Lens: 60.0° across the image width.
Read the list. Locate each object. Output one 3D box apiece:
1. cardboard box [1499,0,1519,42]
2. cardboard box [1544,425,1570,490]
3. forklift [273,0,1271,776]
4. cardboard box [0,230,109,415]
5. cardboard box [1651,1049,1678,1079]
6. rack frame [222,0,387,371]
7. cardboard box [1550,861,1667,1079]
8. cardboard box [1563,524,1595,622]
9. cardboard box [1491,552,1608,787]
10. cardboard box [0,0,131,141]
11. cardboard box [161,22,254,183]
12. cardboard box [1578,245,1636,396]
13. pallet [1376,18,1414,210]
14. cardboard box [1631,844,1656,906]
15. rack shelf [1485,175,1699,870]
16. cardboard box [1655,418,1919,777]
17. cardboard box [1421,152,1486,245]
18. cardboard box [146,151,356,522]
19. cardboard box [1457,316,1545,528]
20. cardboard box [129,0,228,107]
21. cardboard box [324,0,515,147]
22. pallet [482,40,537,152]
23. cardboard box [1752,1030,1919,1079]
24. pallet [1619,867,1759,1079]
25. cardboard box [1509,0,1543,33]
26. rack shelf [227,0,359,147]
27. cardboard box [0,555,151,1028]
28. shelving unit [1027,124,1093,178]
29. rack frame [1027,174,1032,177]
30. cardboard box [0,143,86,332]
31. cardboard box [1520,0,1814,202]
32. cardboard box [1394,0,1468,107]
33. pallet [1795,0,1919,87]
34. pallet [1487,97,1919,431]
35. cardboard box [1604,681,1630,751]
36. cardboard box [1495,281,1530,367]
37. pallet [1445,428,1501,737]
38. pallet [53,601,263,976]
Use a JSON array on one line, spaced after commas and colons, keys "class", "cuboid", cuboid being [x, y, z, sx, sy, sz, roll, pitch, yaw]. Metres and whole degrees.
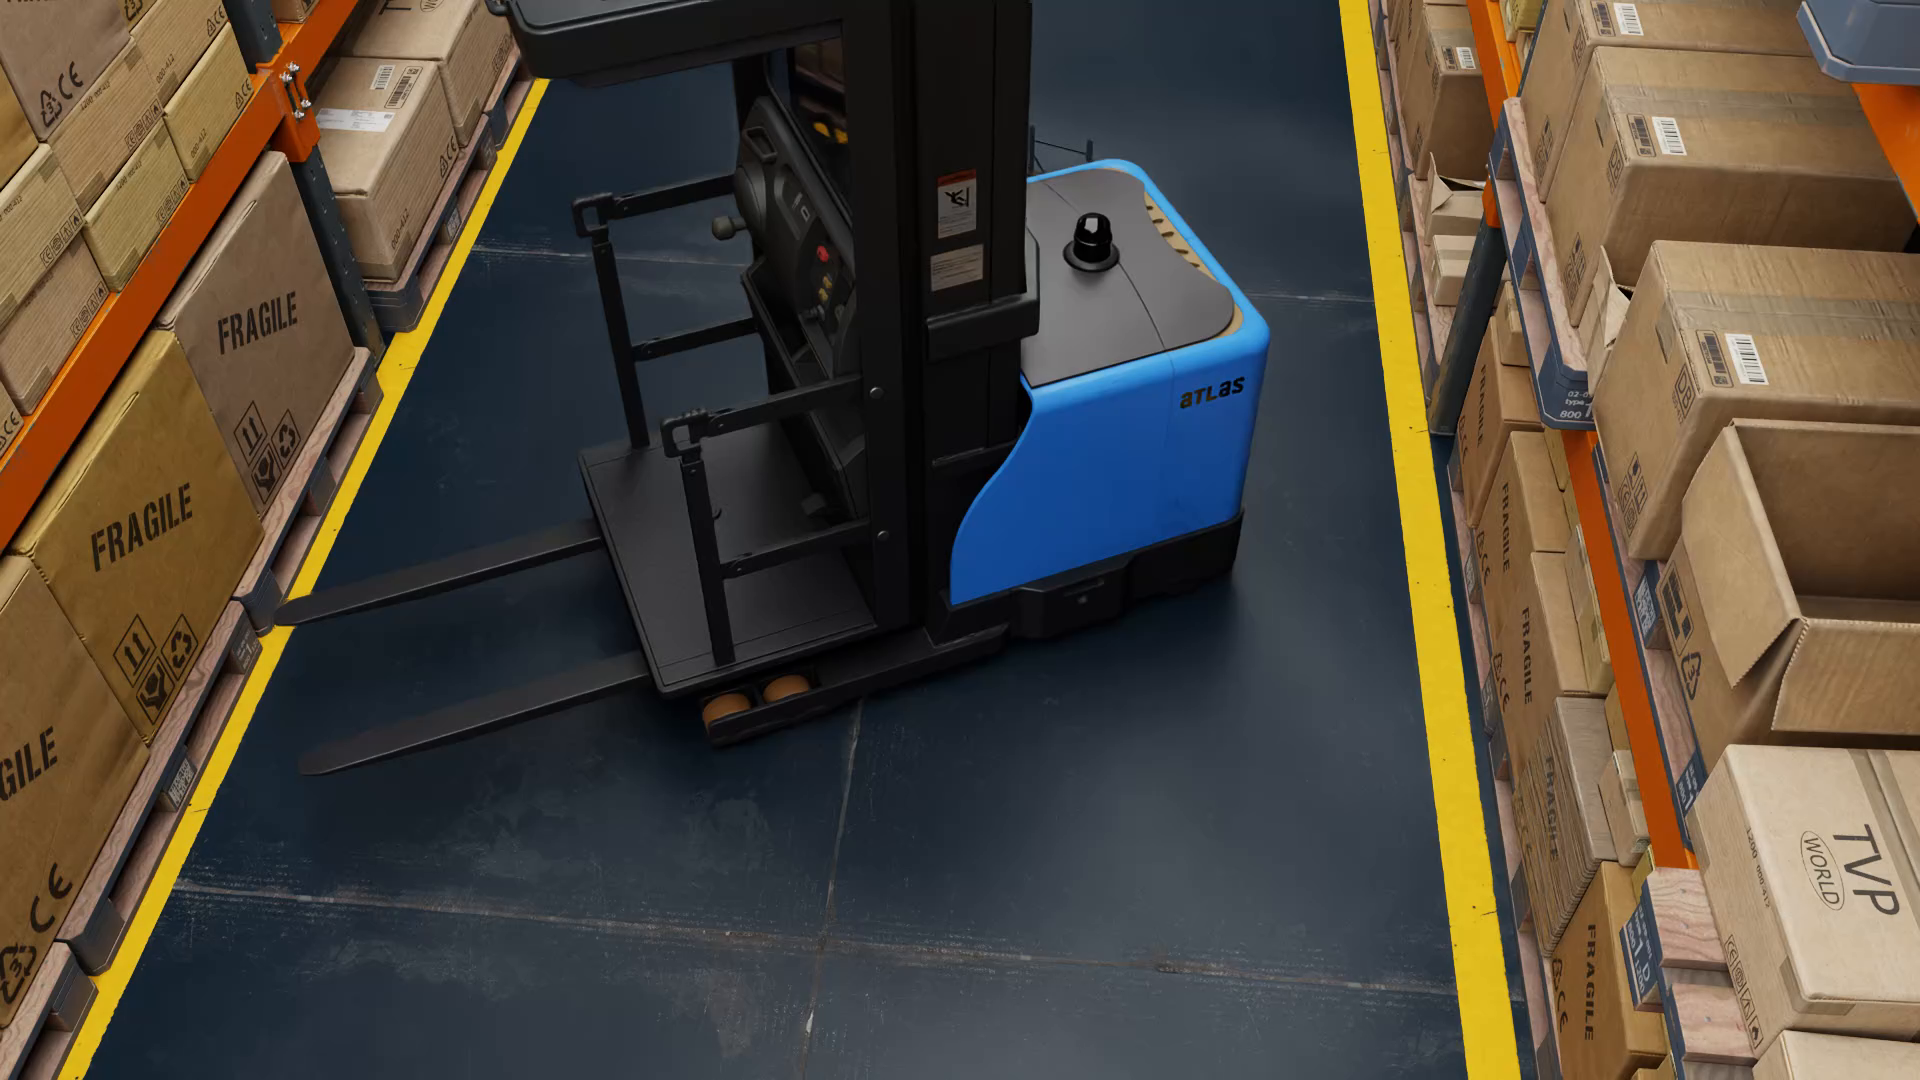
[{"class": "cardboard box", "cuboid": [2.005, -1.766, 5.503, 0.380, 0.149, 0.250, 5, 48, 5]}, {"class": "cardboard box", "cuboid": [1.968, -0.280, 4.943, 0.380, 0.149, 0.250, 2, 48, 2]}, {"class": "forklift", "cuboid": [-0.637, -0.801, 4.496, 3.031, 2.935, 1.130, -17, 50, -15]}, {"class": "cardboard box", "cuboid": [-2.620, -0.597, 4.365, 0.500, 0.250, 0.500, 3, 48, 2]}, {"class": "cardboard box", "cuboid": [1.716, 1.242, 3.551, 0.380, 0.149, 0.250, 2, 48, 2]}, {"class": "rack frame", "cuboid": [-2.718, -1.738, 5.307, 1.000, 3.000, 0.127, 4, 48, 4]}, {"class": "cardboard box", "cuboid": [1.786, 1.157, 4.068, 0.500, 0.500, 0.500, 6, 48, 5]}, {"class": "cardboard box", "cuboid": [1.896, 0.103, 4.592, 0.380, 0.149, 0.250, 4, 48, 3]}, {"class": "cardboard box", "cuboid": [1.869, 0.394, 4.766, 0.500, 0.500, 0.500, 3, 48, 2]}, {"class": "cardboard box", "cuboid": [-2.548, -1.383, 4.237, 0.500, 0.500, 0.500, 5, 48, 4]}, {"class": "cardboard box", "cuboid": [-2.508, -1.341, 5.045, 0.500, 0.250, 0.500, 3, 48, 3]}, {"class": "cardboard box", "cuboid": [1.717, -0.508, 3.988, 0.396, 0.266, 0.258, 6, 48, 5]}, {"class": "pallet", "cuboid": [2.398, -1.869, 7.317, 1.003, 0.211, 1.213, 4, 48, 4]}, {"class": "cardboard box", "cuboid": [1.807, 0.868, 3.893, 0.380, 0.149, 0.250, 3, 48, 3]}, {"class": "rack shelf", "cuboid": [2.043, 0.306, 3.925, 1.077, 0.370, 4.000, 4, 48, 4]}, {"class": "cardboard box", "cuboid": [1.825, 0.144, 3.231, 0.797, 0.503, 0.637, 3, 48, 3]}, {"class": "cardboard box", "cuboid": [2.016, -1.317, 6.490, 0.396, 0.266, 0.258, 5, 48, 5]}, {"class": "cardboard box", "cuboid": [-2.695, -0.702, 5.514, 0.875, 0.875, 0.875, 5, 48, 5]}, {"class": "cardboard box", "cuboid": [1.957, -0.365, 5.460, 0.500, 0.500, 0.500, 6, 48, 5]}, {"class": "cardboard box", "cuboid": [-2.516, -1.516, 4.866, 0.500, 0.250, 0.500, 4, 48, 3]}, {"class": "cardboard box", "cuboid": [-2.473, -2.127, 7.114, 0.875, 0.438, 0.875, 3, 48, 2]}, {"class": "pallet", "cuboid": [-2.462, -2.249, 7.664, 1.003, 0.211, 1.213, 4, 48, 4]}, {"class": "cardboard box", "cuboid": [1.539, 0.967, 2.718, 0.380, 0.149, 0.250, 5, 48, 4]}, {"class": "pallet", "cuboid": [1.853, 1.094, 2.846, 1.213, 0.211, 1.003, 4, 48, 4]}, {"class": "cardboard box", "cuboid": [2.029, -1.847, 5.307, 0.500, 0.250, 0.500, 5, 48, 5]}, {"class": "rack shelf", "cuboid": [-2.536, -2.965, 6.916, 1.077, 0.370, 4.000, 4, 48, 4]}, {"class": "cardboard box", "cuboid": [-2.851, 0.620, 4.306, 0.875, 0.875, 0.875, 4, 48, 4]}, {"class": "shelving unit", "cuboid": [0.313, -1.059, 6.109, 0.258, 0.900, 0.210, 18, 50, 16]}, {"class": "rack frame", "cuboid": [0.271, -0.991, 6.046, 0.240, 0.900, 0.006, 18, 50, 16]}, {"class": "cardboard box", "cuboid": [-2.595, -0.767, 4.181, 0.500, 0.250, 0.500, 5, 48, 4]}, {"class": "cardboard box", "cuboid": [1.959, -1.242, 4.501, 0.700, 0.500, 0.500, 5, 48, 5]}, {"class": "cardboard box", "cuboid": [2.175, -2.194, 7.133, 0.500, 0.500, 0.500, 5, 48, 4]}, {"class": "pallet", "cuboid": [2.005, -1.119, 2.835, 1.213, 0.211, 1.003, 4, 48, 4]}, {"class": "pallet", "cuboid": [2.044, -0.762, 4.544, 1.003, 0.211, 1.213, 4, 48, 4]}, {"class": "cardboard box", "cuboid": [1.876, 0.486, 4.243, 0.380, 0.149, 0.250, 4, 48, 4]}, {"class": "cardboard box", "cuboid": [1.928, -0.678, 5.307, 0.380, 0.149, 0.250, 6, 48, 5]}, {"class": "pallet", "cuboid": [2.189, 0.135, 5.484, 1.003, 0.211, 1.213, 4, 48, 4]}, {"class": "pallet", "cuboid": [-2.822, 0.674, 4.990, 1.003, 0.211, 1.213, 4, 48, 4]}]
